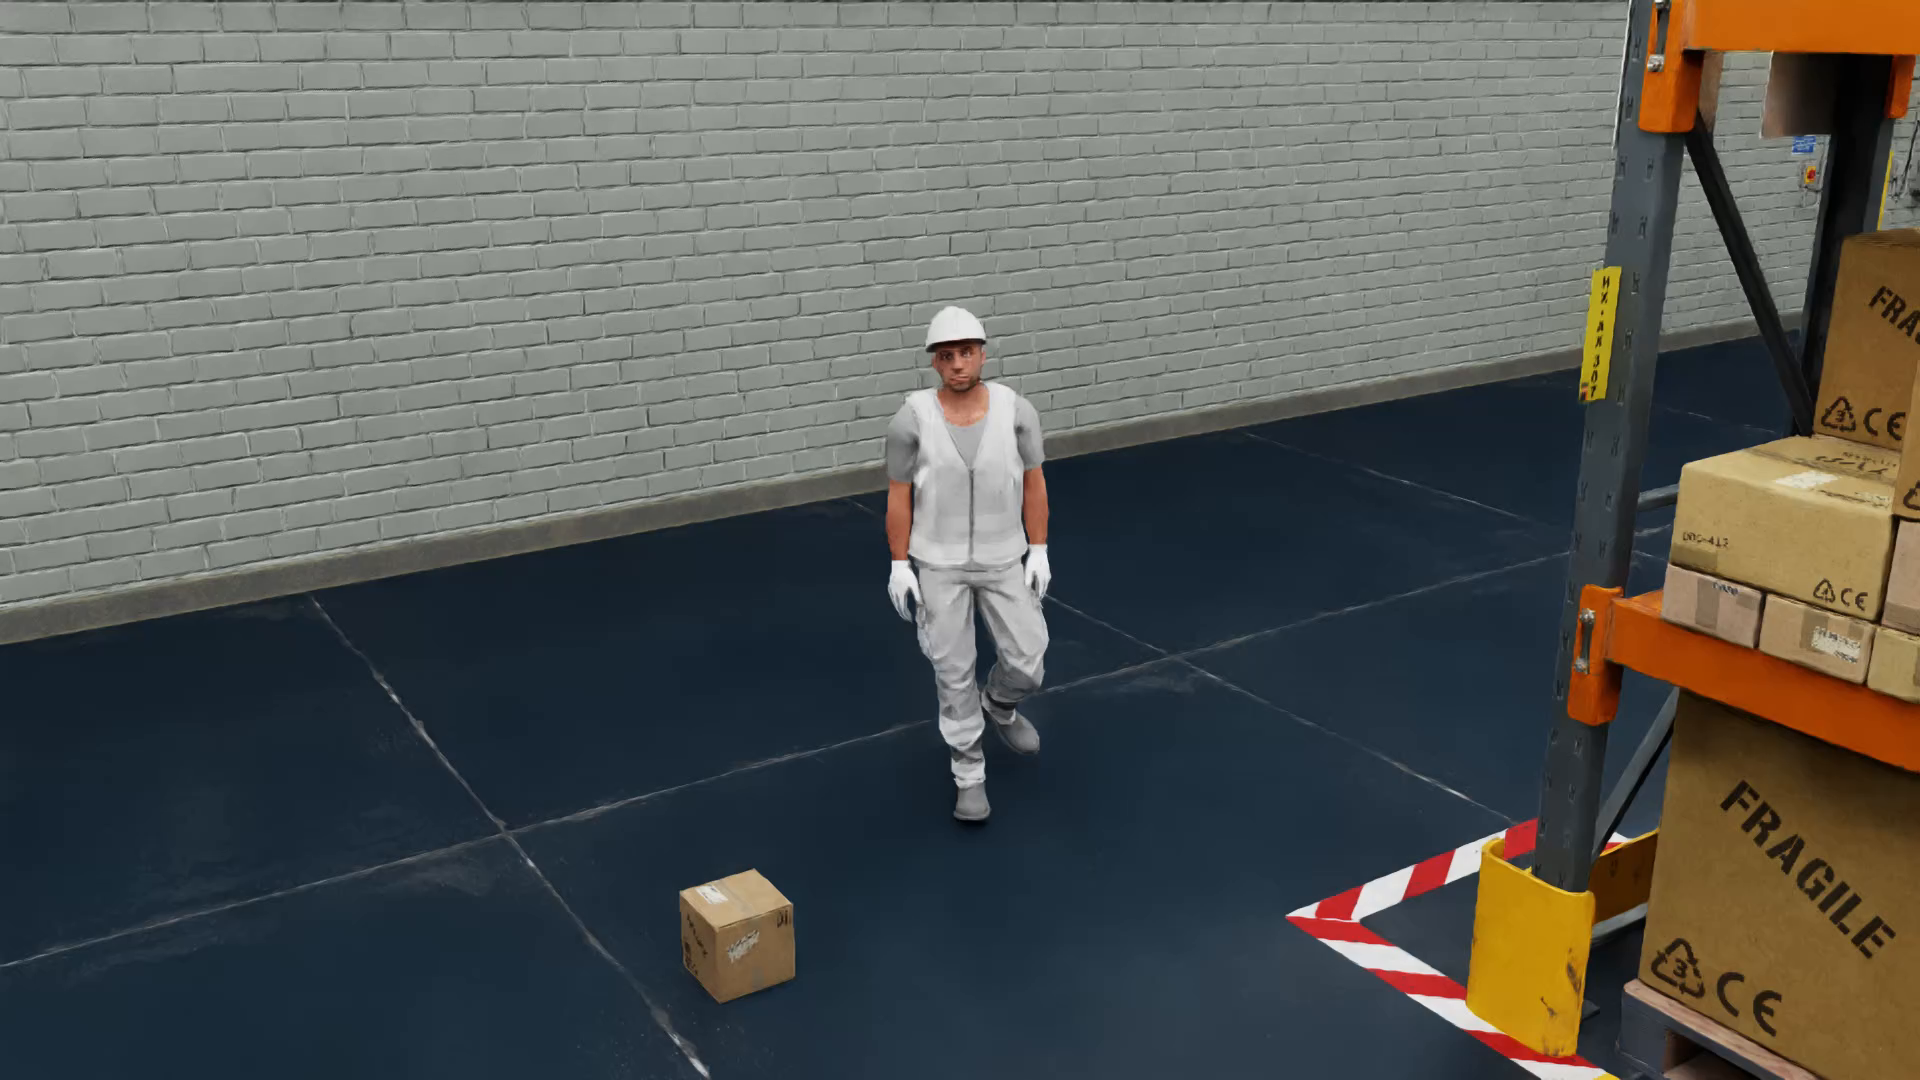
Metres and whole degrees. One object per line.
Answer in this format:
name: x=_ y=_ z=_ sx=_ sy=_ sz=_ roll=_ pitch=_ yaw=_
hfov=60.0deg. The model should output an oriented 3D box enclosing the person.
person: x=0.029 y=0.064 z=5.759 sx=0.576 sy=1.785 sz=0.607 roll=-2 pitch=18 yaw=-6
